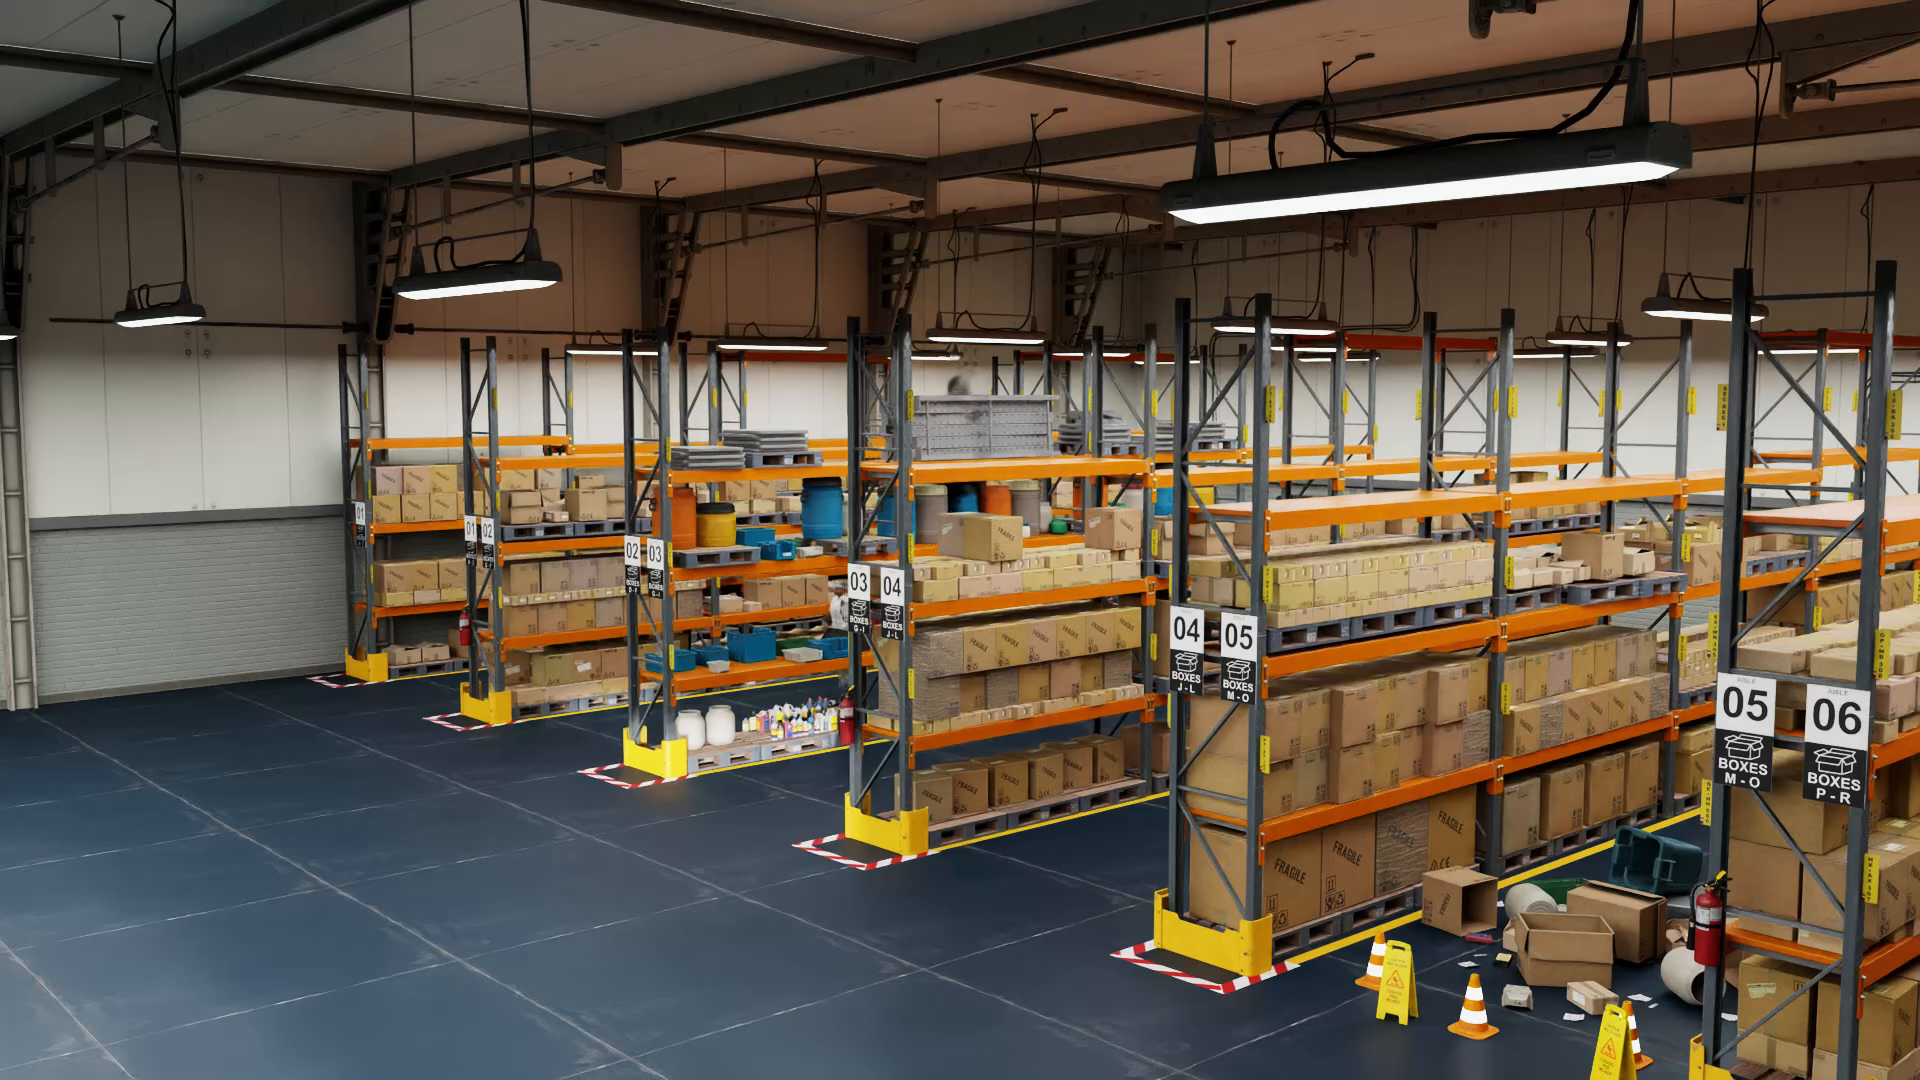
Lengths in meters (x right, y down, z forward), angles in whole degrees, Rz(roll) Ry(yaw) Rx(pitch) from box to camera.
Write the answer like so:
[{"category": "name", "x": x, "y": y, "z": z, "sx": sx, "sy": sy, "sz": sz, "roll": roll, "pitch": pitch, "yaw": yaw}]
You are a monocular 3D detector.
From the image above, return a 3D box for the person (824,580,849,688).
[{"category": "person", "x": -1.987, "y": 1.567, "z": 27.943, "sx": 0.589, "sy": 1.809, "sz": 0.705, "roll": 5, "pitch": 7, "yaw": 42}]

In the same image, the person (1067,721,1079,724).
[{"category": "person", "x": 1.579, "y": 1.916, "z": 24.287, "sx": 0.525, "sy": 1.577, "sz": 0.523, "roll": 4, "pitch": 6, "yaw": 37}]
